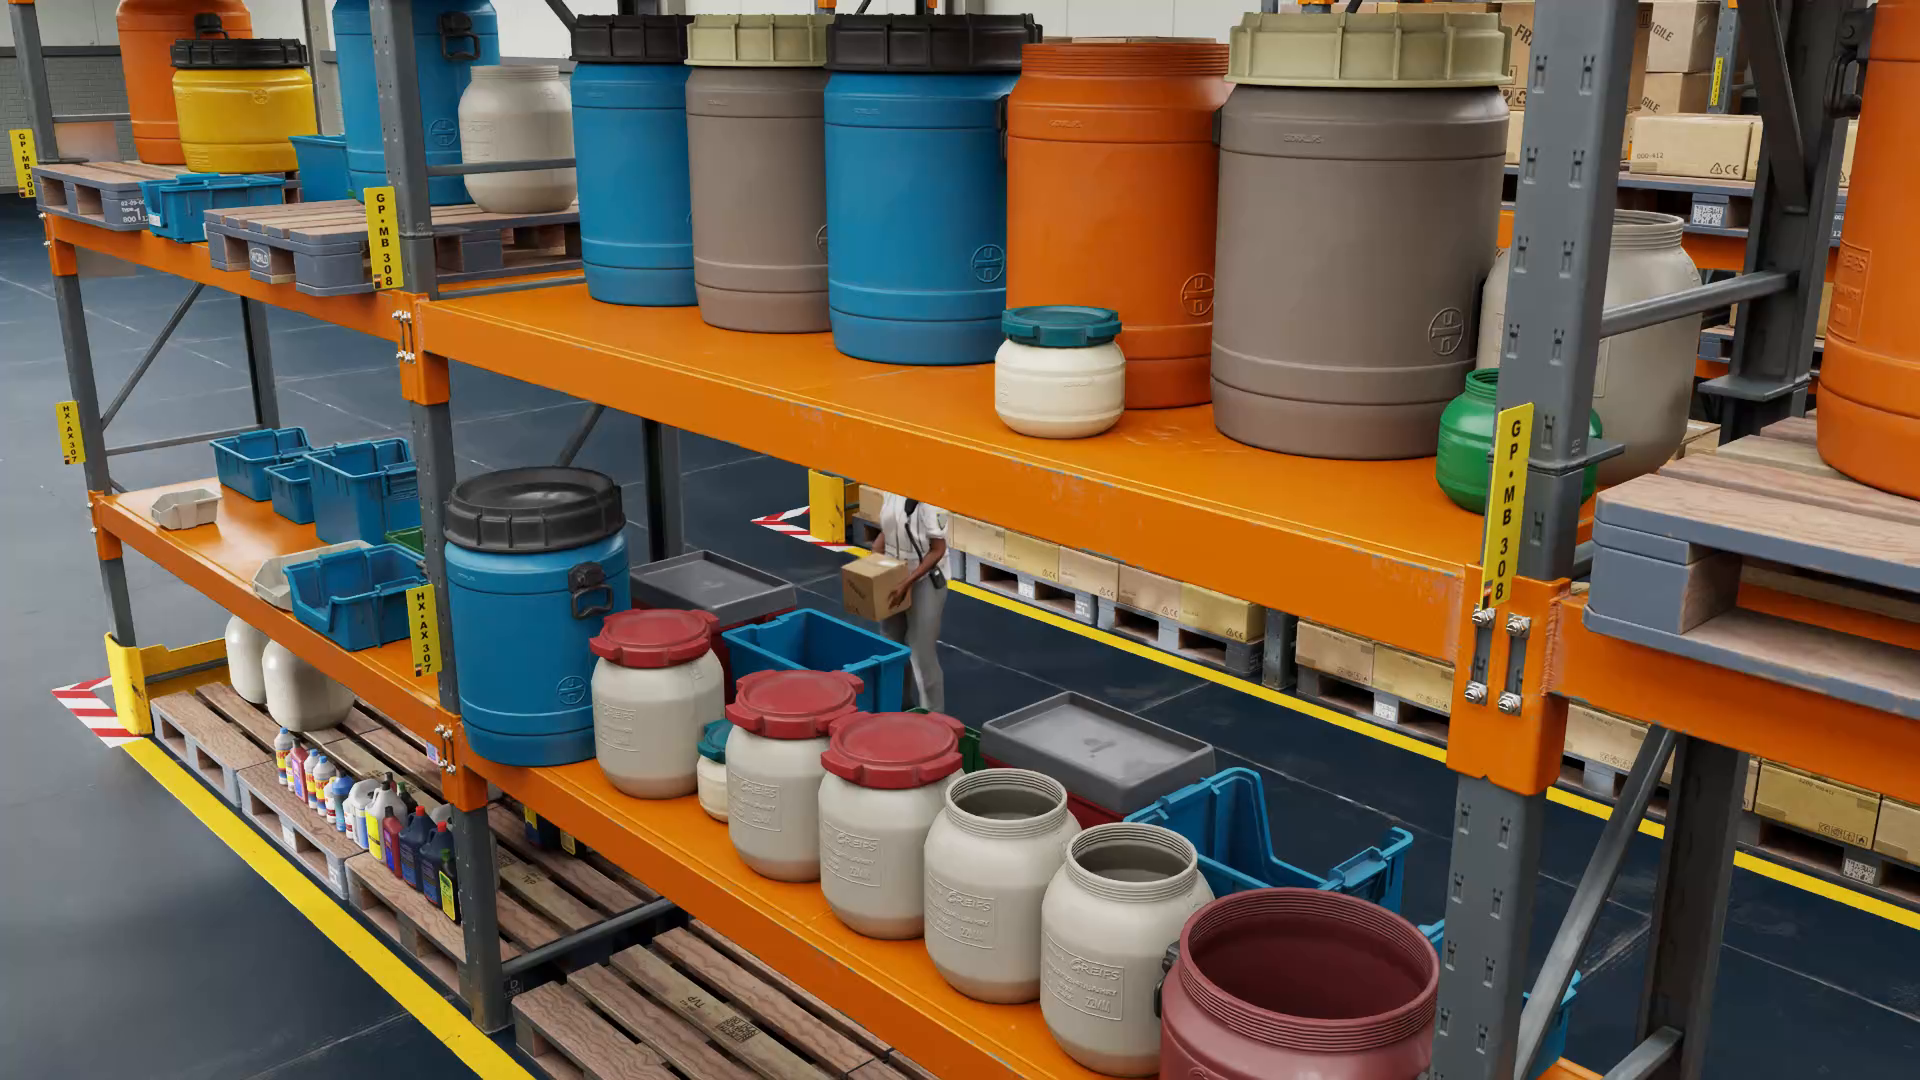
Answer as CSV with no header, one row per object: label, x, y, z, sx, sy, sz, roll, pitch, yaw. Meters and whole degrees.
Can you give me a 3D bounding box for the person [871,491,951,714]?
person,-0.286,0.239,8.738,0.466,1.689,0.474,-16,24,-41
